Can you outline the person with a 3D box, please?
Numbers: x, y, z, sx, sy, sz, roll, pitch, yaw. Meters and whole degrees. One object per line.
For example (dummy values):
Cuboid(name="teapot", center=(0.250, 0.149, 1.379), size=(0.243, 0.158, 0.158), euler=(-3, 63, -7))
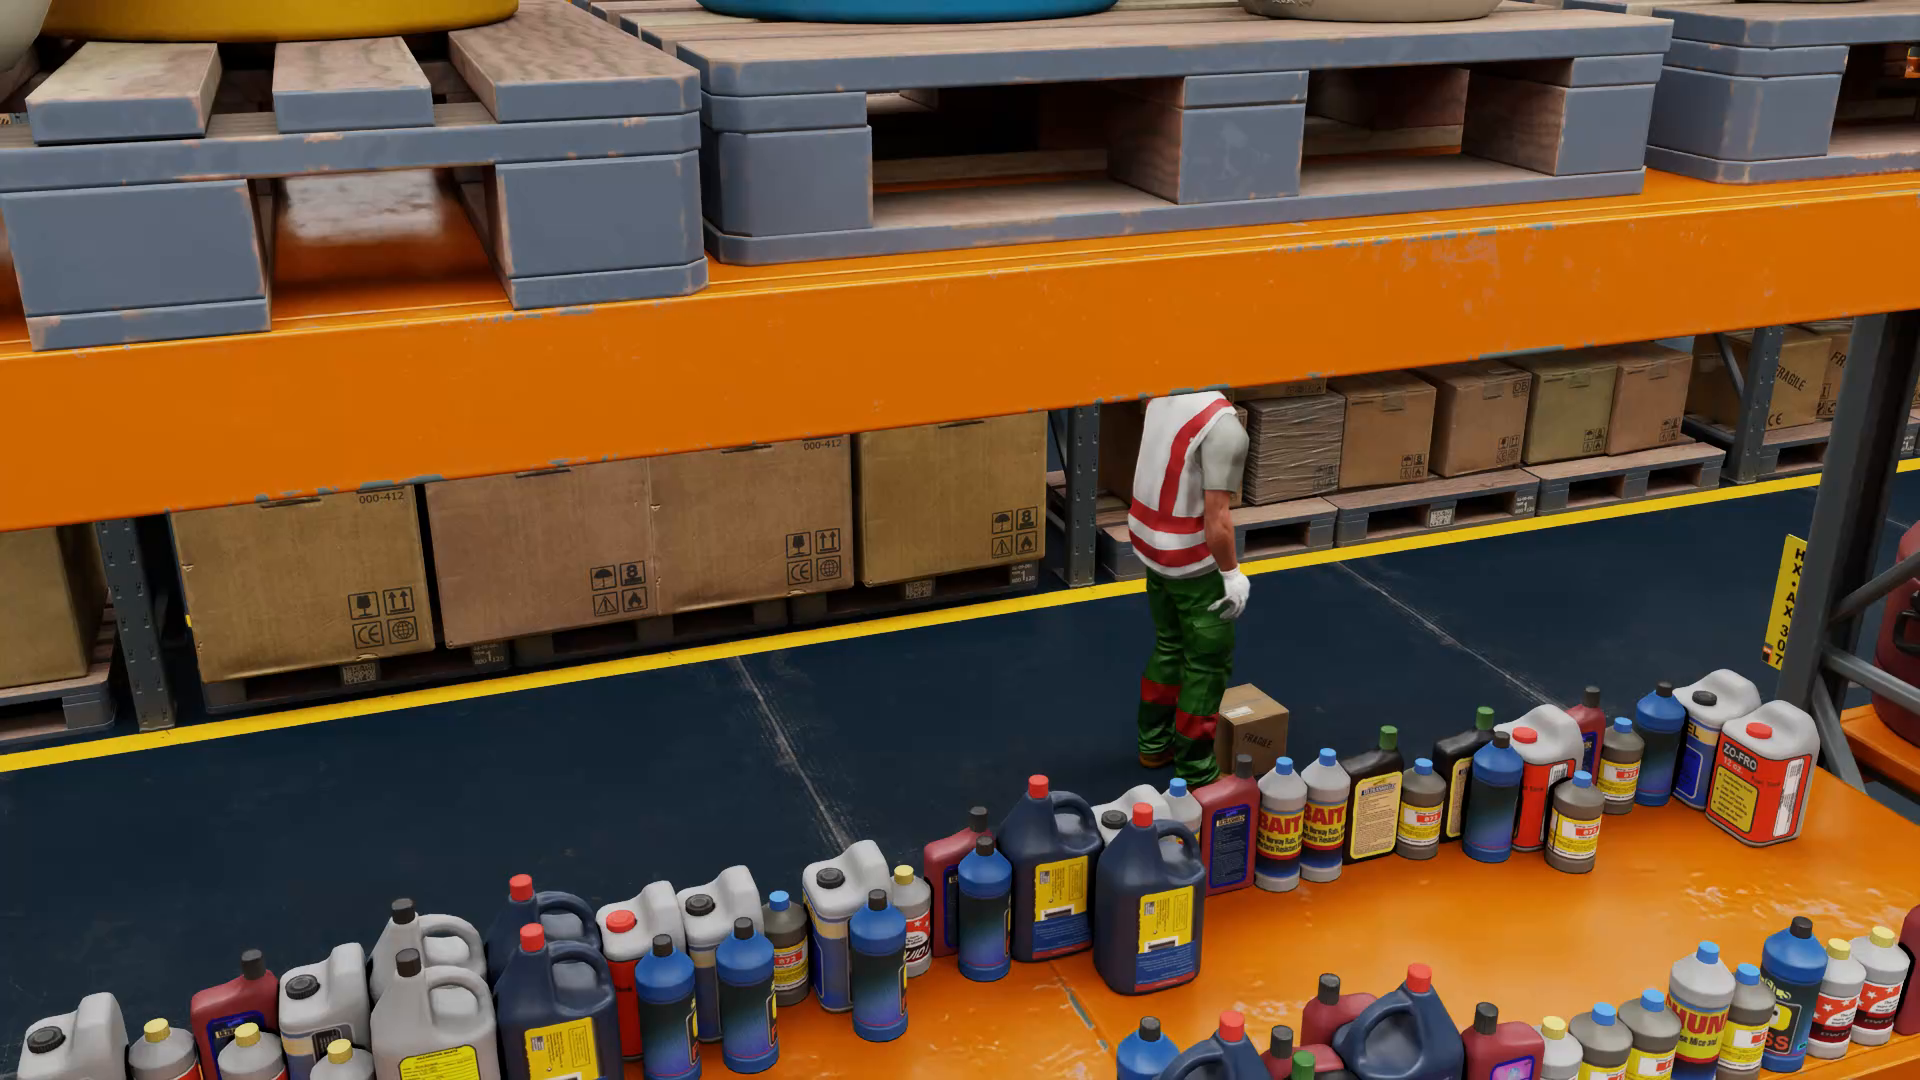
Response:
Cuboid(name="person", center=(0.845, 0.057, 5.938), size=(0.453, 1.775, 0.604), euler=(-8, 24, -19))
